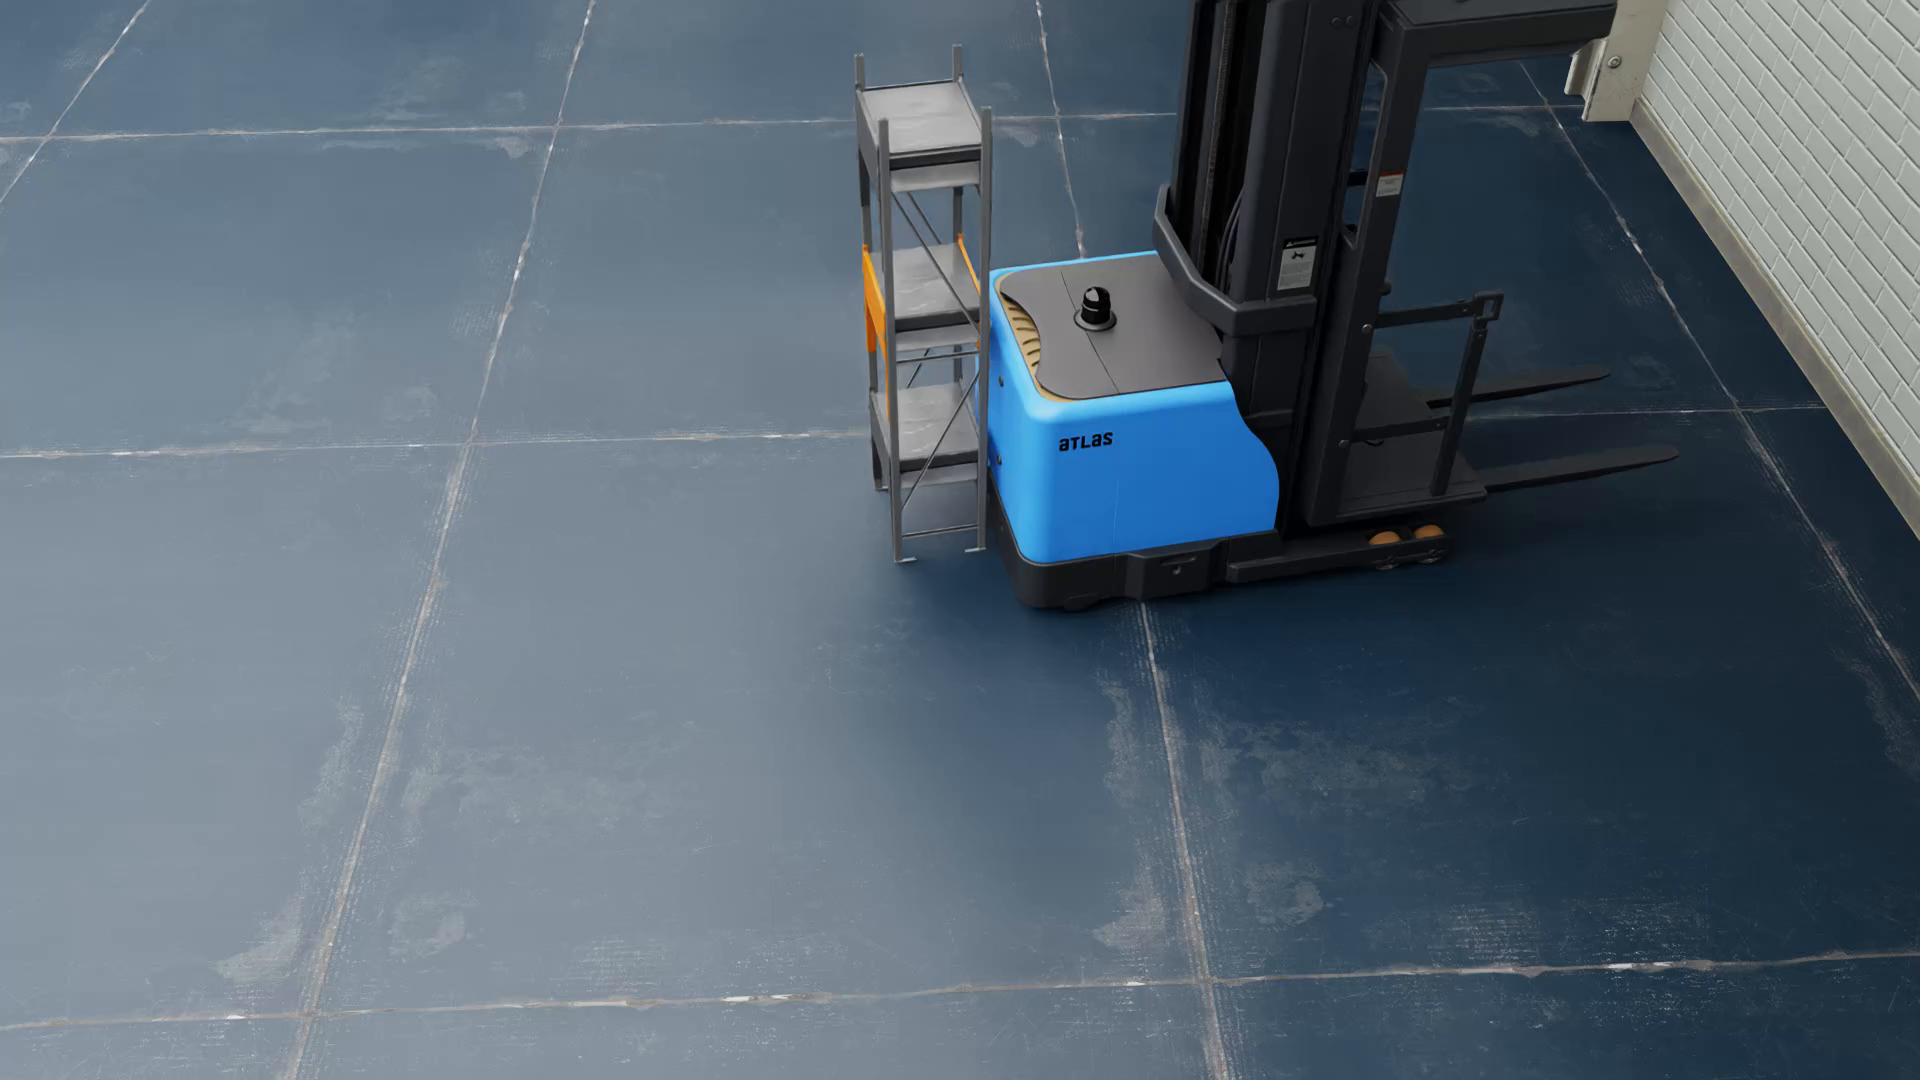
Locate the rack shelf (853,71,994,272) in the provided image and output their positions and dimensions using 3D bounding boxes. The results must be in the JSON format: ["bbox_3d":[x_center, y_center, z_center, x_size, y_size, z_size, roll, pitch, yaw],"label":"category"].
[{"bbox_3d":[-0.138,-1.370,6.175,0.431,0.518,0.480,-8,43,-9],"label":"rack shelf"}]

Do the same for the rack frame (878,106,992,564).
[{"bbox_3d":[-0.086,-0.703,6.463,0.400,2.100,0.015,-8,43,-9],"label":"rack frame"}]

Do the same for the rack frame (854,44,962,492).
[{"bbox_3d":[-0.189,-1.025,6.814,0.400,2.100,0.015,-8,43,-9],"label":"rack frame"}]

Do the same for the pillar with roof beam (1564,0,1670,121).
[{"bbox_3d":[-0.404,-5.848,6.971,9.100,9.000,0.400,-2,43,-2],"label":"pillar with roof beam"}]

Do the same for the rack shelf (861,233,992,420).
[{"bbox_3d":[-0.138,-0.854,6.648,0.431,0.518,0.480,-8,43,-9],"label":"rack shelf"}]

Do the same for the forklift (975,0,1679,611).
[{"bbox_3d":[1.625,-1.296,6.495,3.031,2.935,1.130,-8,43,-9],"label":"forklift"}]

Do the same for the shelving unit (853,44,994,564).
[{"bbox_3d":[-0.138,-0.864,6.639,0.431,2.100,0.503,-8,43,-9],"label":"shelving unit"}]

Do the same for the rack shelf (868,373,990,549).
[{"bbox_3d":[-0.137,-0.338,7.121,0.431,0.518,0.480,-8,43,-9],"label":"rack shelf"}]
